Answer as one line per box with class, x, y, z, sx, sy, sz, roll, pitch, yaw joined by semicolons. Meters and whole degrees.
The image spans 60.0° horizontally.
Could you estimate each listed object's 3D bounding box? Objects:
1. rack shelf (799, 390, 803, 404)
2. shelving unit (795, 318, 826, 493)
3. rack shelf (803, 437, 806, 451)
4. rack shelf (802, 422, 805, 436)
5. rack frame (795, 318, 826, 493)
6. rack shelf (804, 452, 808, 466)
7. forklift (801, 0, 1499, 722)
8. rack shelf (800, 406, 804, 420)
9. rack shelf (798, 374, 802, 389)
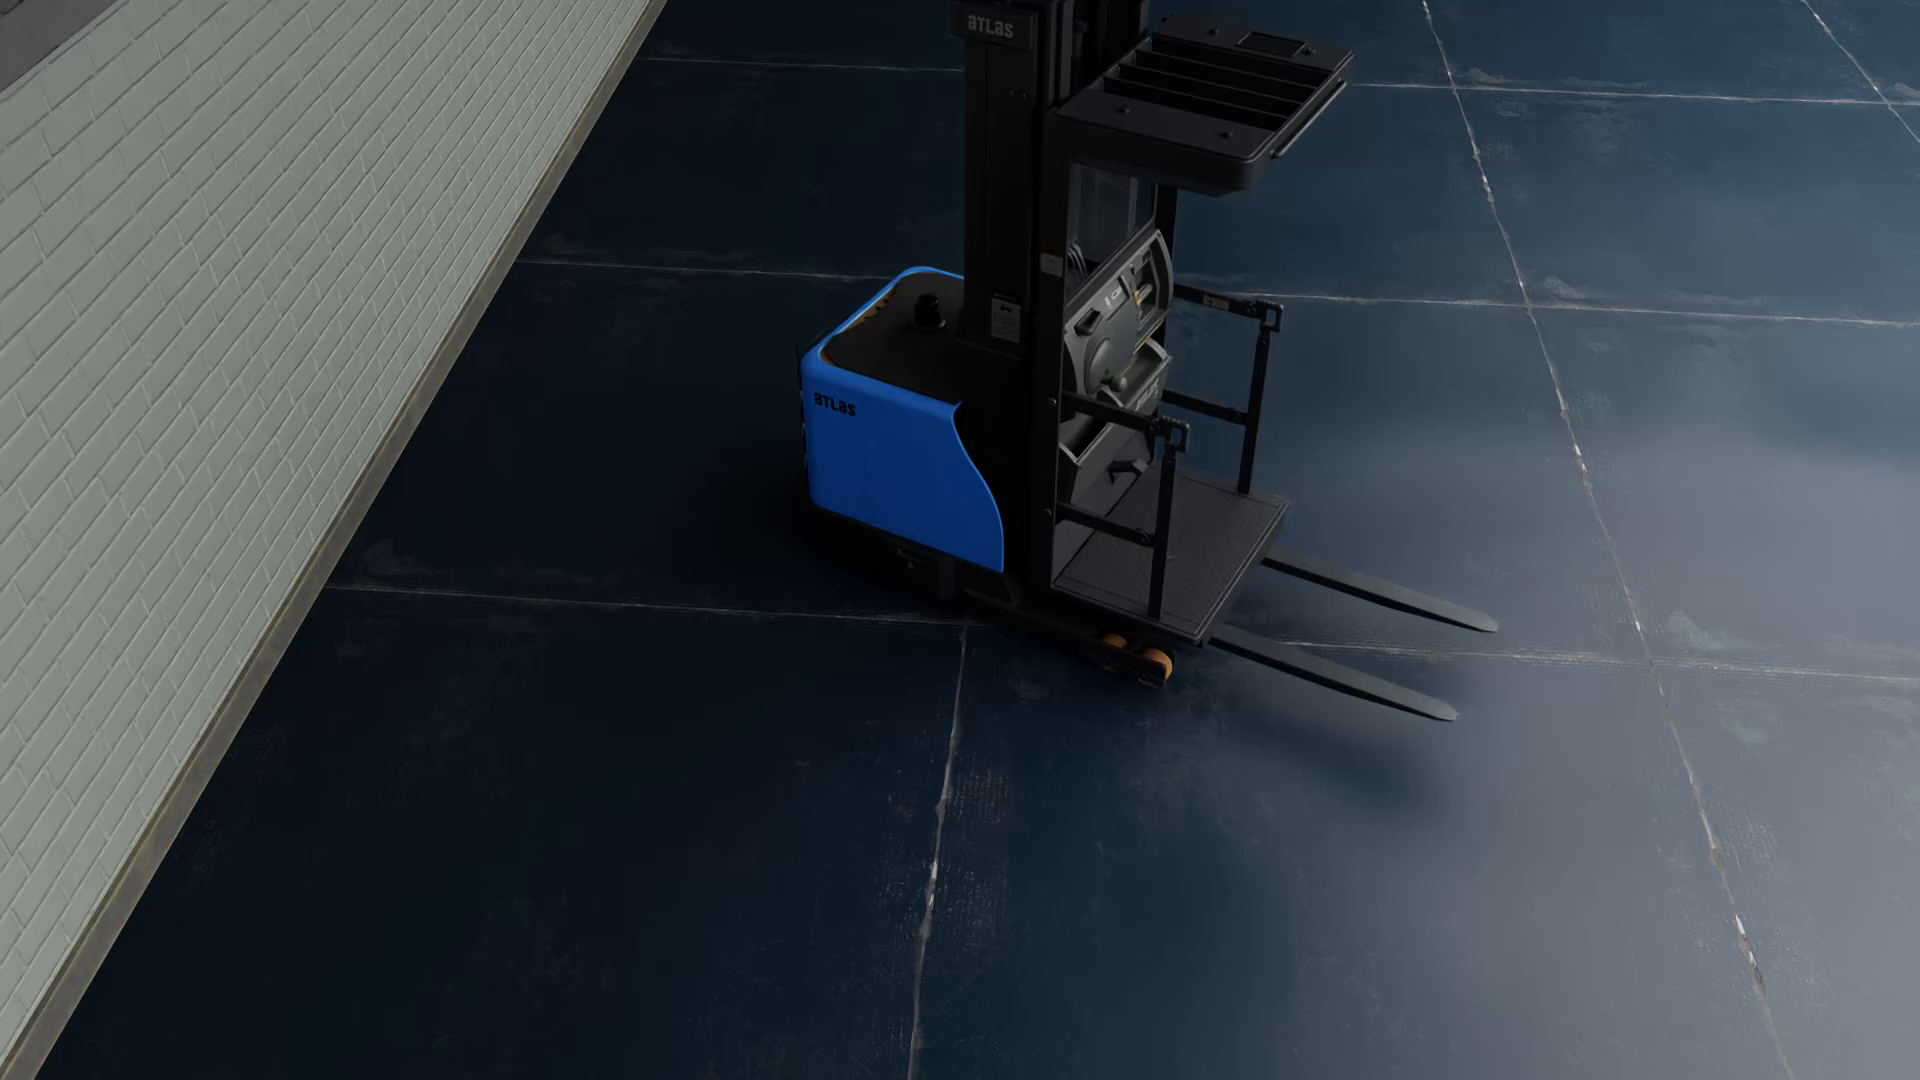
rack shelf;-0.603;-0.704;7.840;0.200;0.077;0.258;20;43;22
shelving unit;-0.603;-0.590;7.933;0.210;0.900;0.258;20;43;22
rack shelf;-0.603;-0.494;8.010;0.200;0.077;0.258;20;43;22
rack shelf;-0.603;-0.564;7.954;0.200;0.077;0.258;20;43;22
rack frame;-0.691;-0.622;7.971;0.006;0.900;0.240;20;43;22
rack shelf;-0.603;-0.425;8.067;0.200;0.077;0.258;20;43;22
forklift;0.829;-0.891;6.693;3.031;2.935;1.130;20;43;22
rack shelf;-0.603;-0.634;7.897;0.200;0.077;0.258;20;43;22
rack shelf;-0.603;-0.774;7.783;0.200;0.077;0.258;20;43;22
